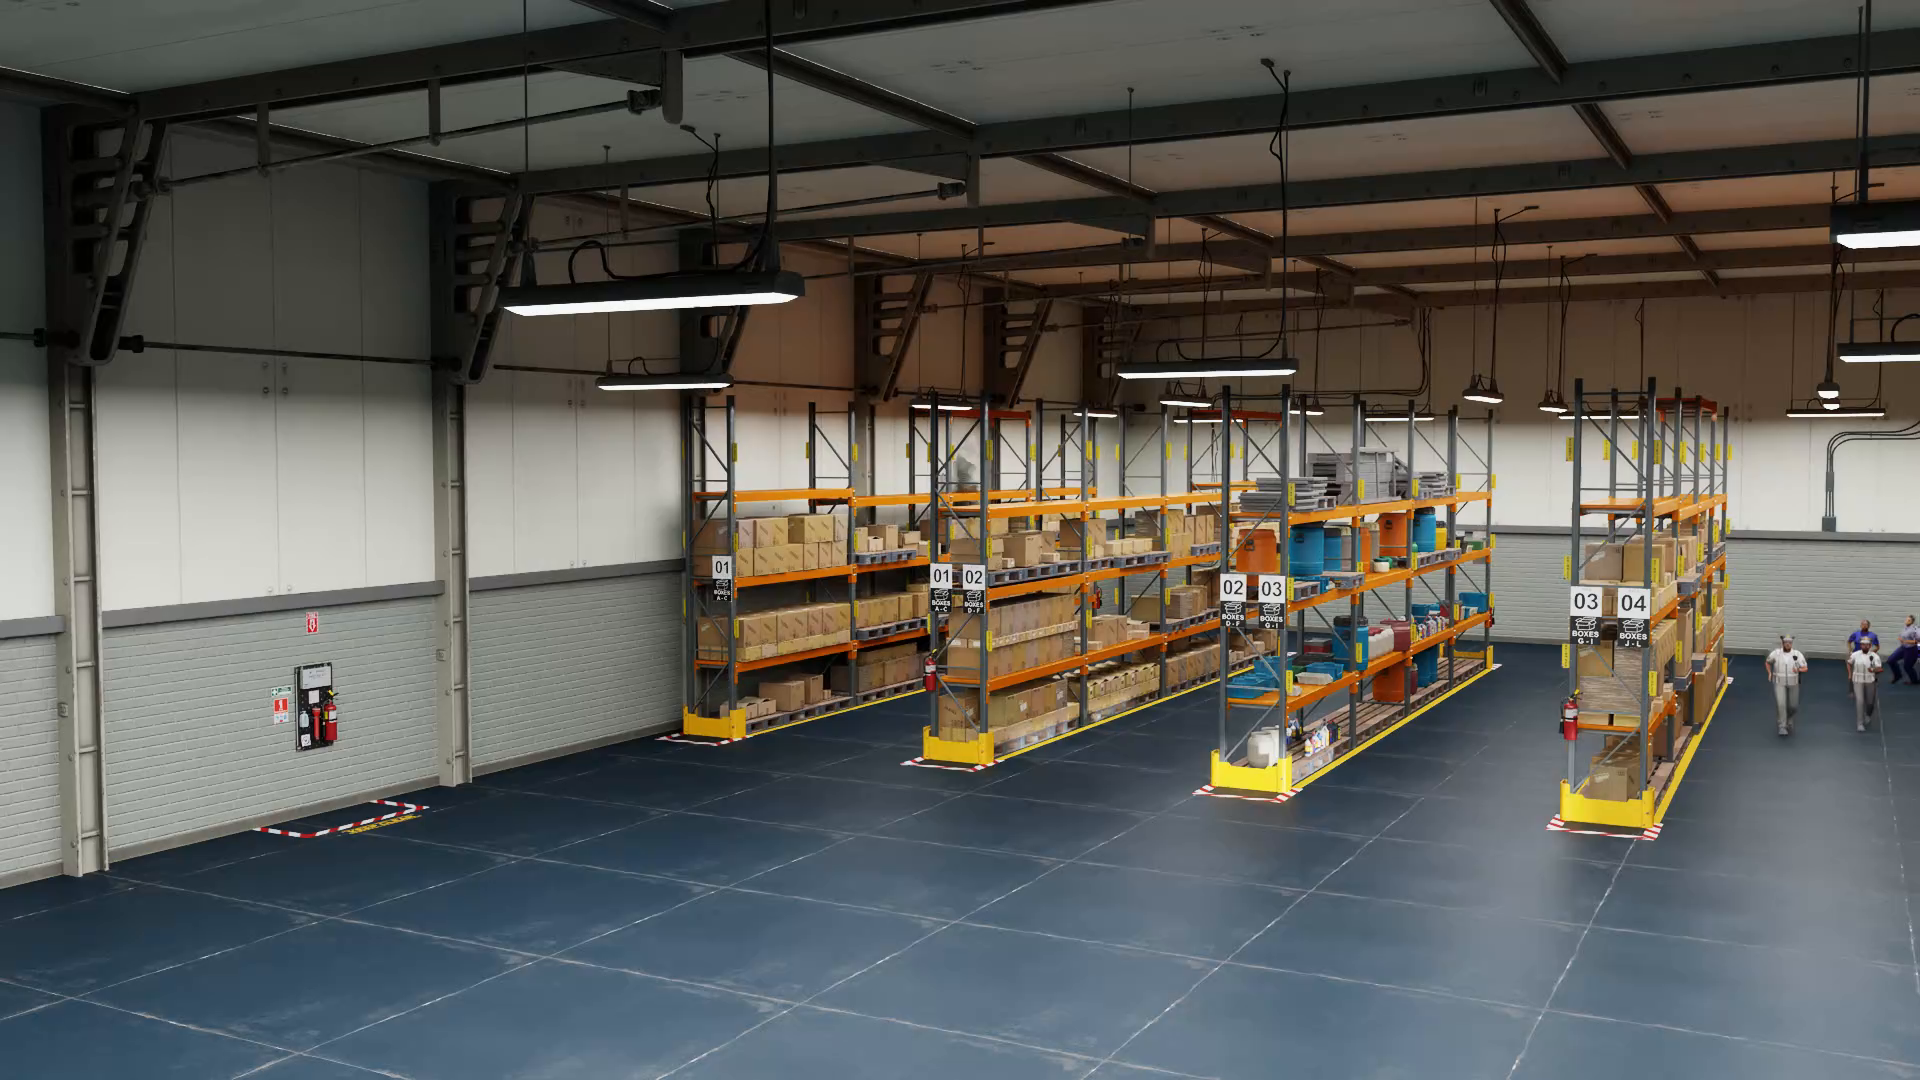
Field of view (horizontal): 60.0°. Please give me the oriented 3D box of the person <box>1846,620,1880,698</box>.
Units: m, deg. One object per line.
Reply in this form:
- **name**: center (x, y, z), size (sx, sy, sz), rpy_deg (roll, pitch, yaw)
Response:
- **person**: center (18.441, 2.426, 33.996), size (0.603, 1.603, 0.602), rpy_deg (2, 4, 37)

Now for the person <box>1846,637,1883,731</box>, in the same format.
- **person**: center (16.295, 2.573, 29.965), size (0.583, 1.663, 0.924), rpy_deg (2, 3, 27)

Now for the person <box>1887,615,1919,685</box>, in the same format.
- **person**: center (20.242, 2.355, 35.509), size (0.670, 1.557, 0.787), rpy_deg (0, 3, 0)

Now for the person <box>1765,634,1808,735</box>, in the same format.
- **person**: center (14.728, 2.550, 29.645), size (0.672, 1.750, 0.953), rpy_deg (1, 3, 22)
